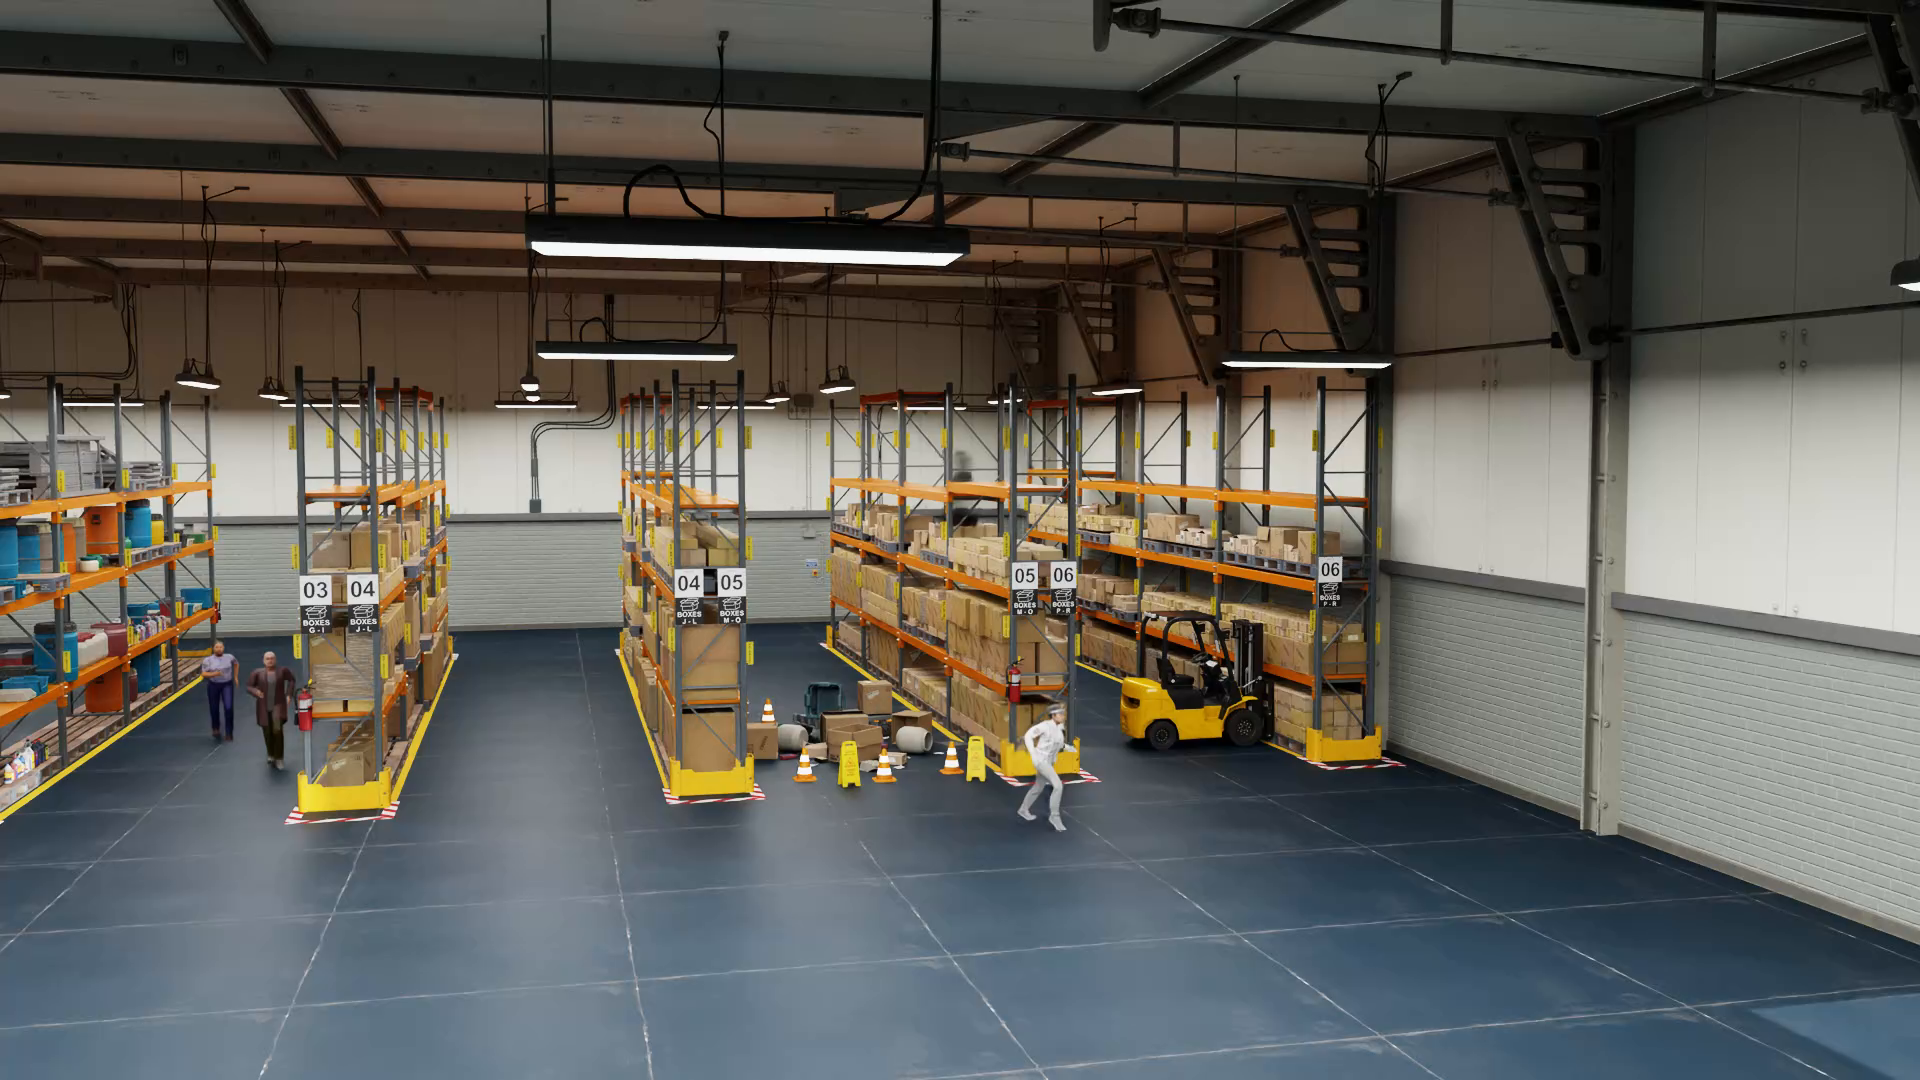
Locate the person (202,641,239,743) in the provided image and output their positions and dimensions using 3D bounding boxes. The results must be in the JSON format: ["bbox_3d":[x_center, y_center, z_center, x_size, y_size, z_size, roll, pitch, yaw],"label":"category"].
[{"bbox_3d":[-12.345,2.539,27.776,0.573,1.736,0.779,-2,4,-24],"label":"person"}]

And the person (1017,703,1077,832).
[{"bbox_3d":[1.068,2.915,21.487,0.846,1.675,0.465,3,4,37],"label":"person"}]

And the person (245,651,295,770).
[{"bbox_3d":[-10.541,2.616,25.421,0.685,1.835,0.824,-1,4,-17],"label":"person"}]
